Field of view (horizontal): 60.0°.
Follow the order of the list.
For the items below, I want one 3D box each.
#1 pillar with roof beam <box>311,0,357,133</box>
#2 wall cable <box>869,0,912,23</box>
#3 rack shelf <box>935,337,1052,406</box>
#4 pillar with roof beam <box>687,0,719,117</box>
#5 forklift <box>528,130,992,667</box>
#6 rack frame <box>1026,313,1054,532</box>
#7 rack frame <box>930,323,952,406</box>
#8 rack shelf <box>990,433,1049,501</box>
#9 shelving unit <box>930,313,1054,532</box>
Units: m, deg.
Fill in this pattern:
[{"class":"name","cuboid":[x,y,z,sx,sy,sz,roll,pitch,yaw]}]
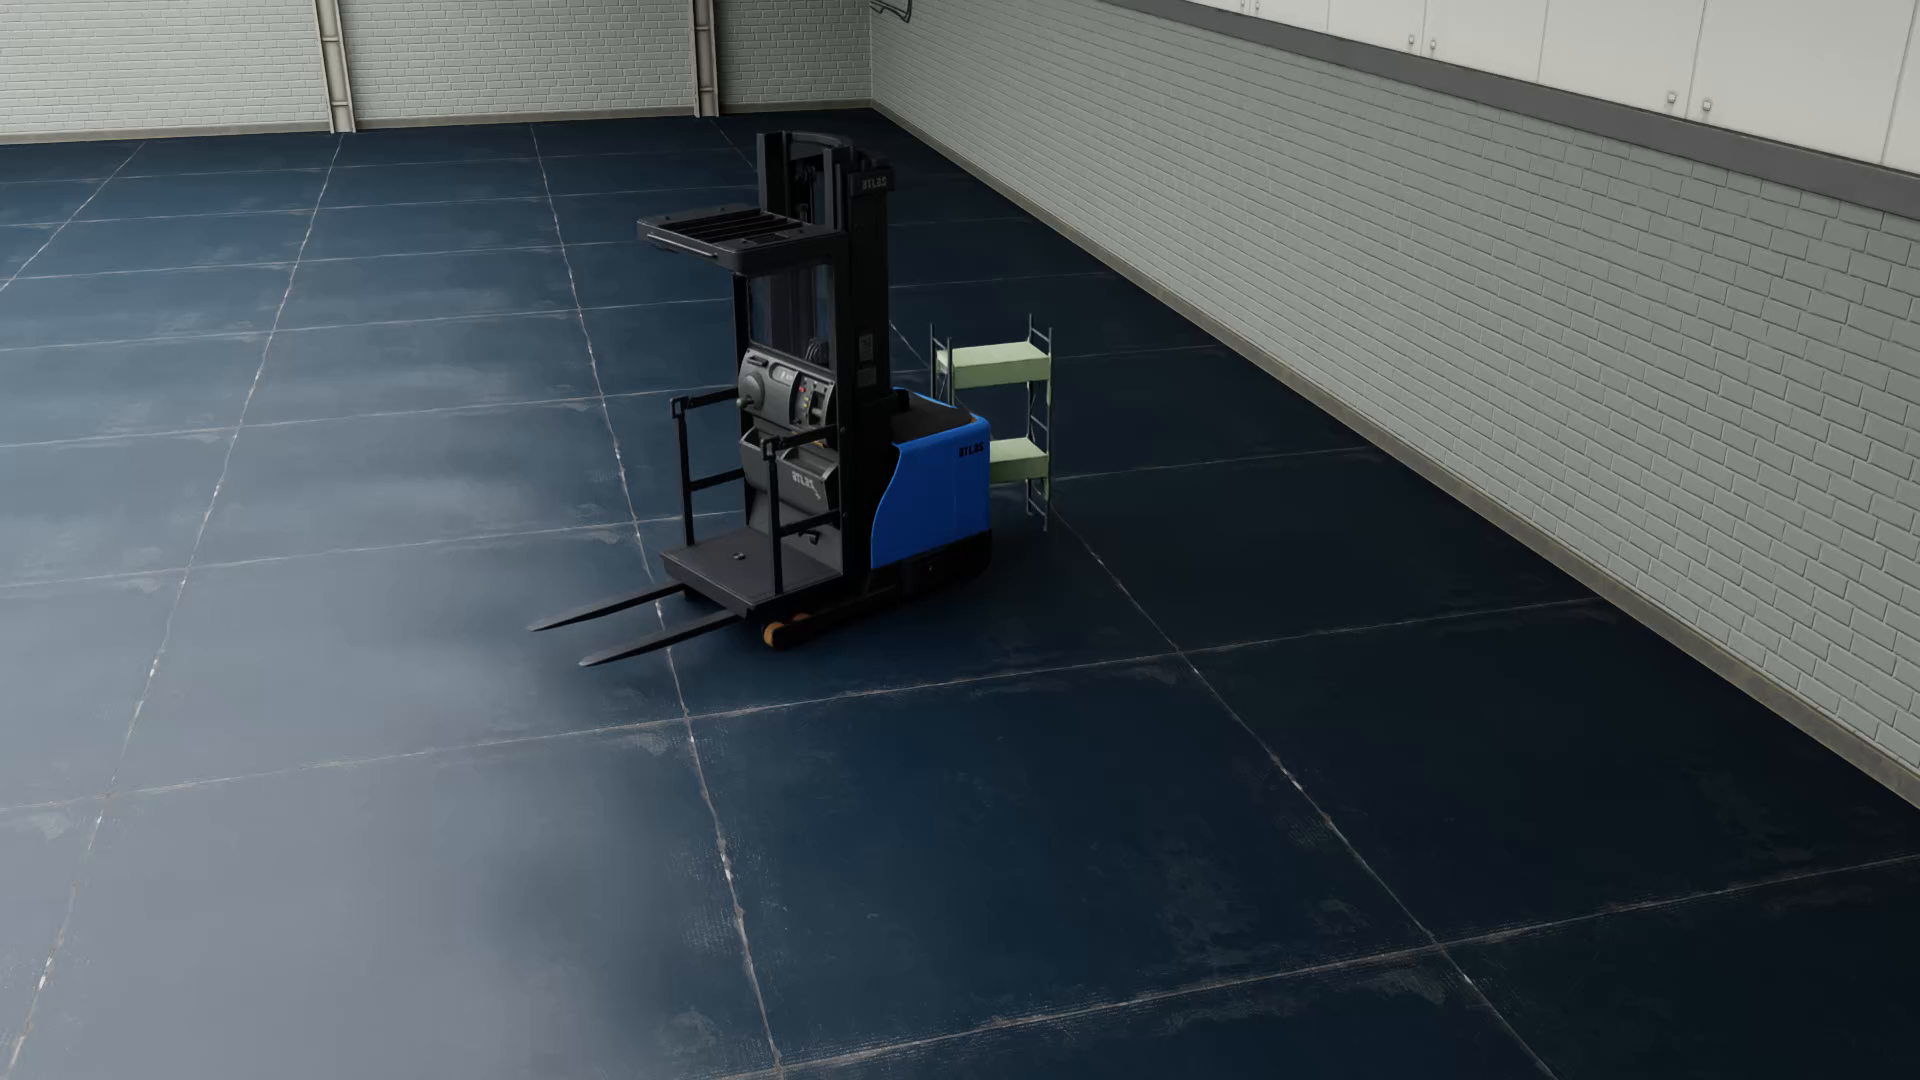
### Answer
[{"class":"pillar with roof beam","cuboid":[-9.031,-9.268,21.937,0.400,9.000,9.100,-6,24,-14]},{"class":"wall cable","cuboid":[-1.223,-9.926,27.409,0.112,2.526,3.097,-6,24,-14]},{"class":"rack shelf","cuboid":[0.218,-1.135,11.504,0.720,0.370,0.431,-8,24,-18]},{"class":"pillar with roof beam","cuboid":[-3.254,-9.907,23.426,0.400,9.000,9.100,-6,24,-14]},{"class":"forklift","cuboid":[-1.231,-0.910,10.155,3.031,2.935,1.130,-19,30,-37]},{"class":"rack frame","cuboid":[0.564,-0.824,11.769,0.023,1.500,0.400,-8,24,-18]},{"class":"rack frame","cuboid":[-0.127,-0.729,11.547,0.023,1.500,0.400,-8,24,-18]},{"class":"rack shelf","cuboid":[0.218,-0.477,11.787,0.720,0.370,0.431,-8,24,-18]},{"class":"shelving unit","cuboid":[0.218,-0.777,11.658,0.755,1.500,0.431,-8,24,-18]}]
